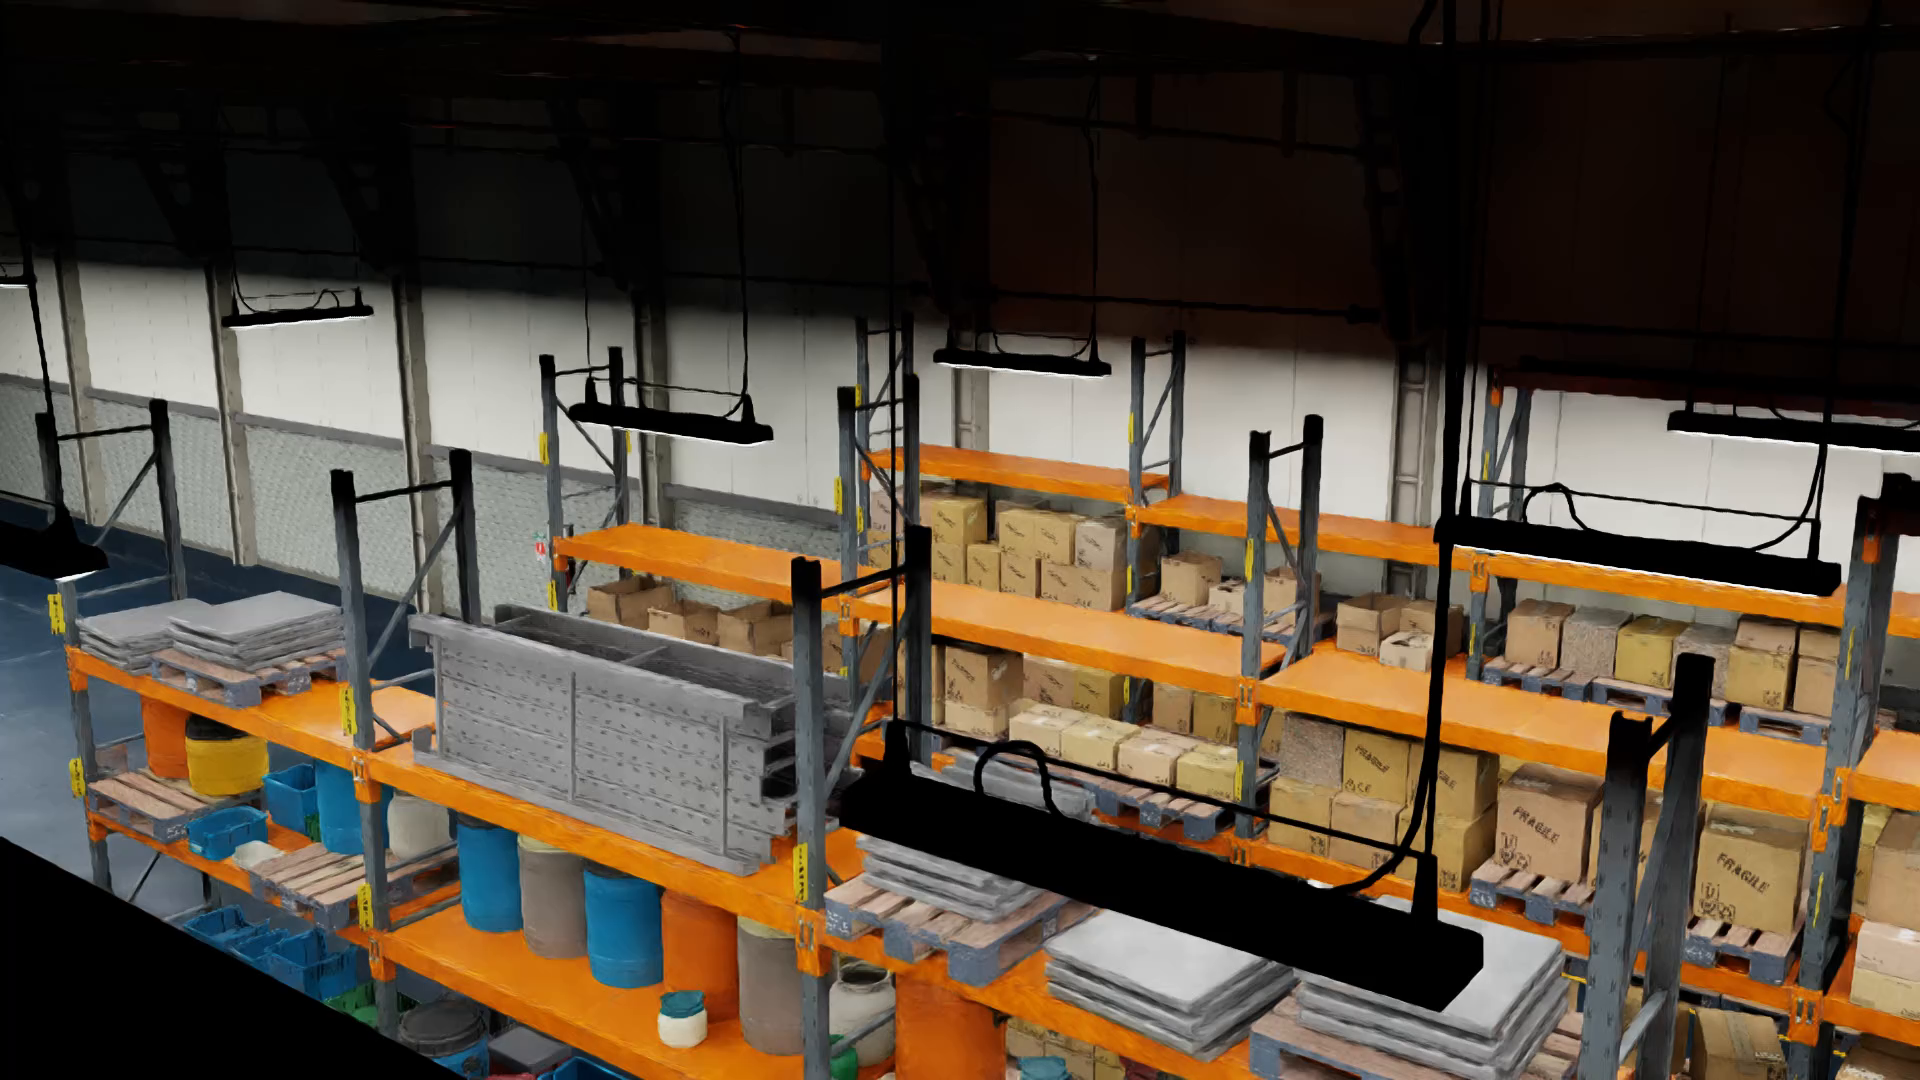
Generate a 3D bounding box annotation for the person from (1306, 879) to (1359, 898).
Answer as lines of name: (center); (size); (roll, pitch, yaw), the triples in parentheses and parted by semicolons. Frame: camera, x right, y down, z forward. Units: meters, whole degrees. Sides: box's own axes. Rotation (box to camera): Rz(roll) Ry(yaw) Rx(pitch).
person: (3.397, 3.683, 15.578); (0.873, 1.706, 0.721); (9, 16, 33)
